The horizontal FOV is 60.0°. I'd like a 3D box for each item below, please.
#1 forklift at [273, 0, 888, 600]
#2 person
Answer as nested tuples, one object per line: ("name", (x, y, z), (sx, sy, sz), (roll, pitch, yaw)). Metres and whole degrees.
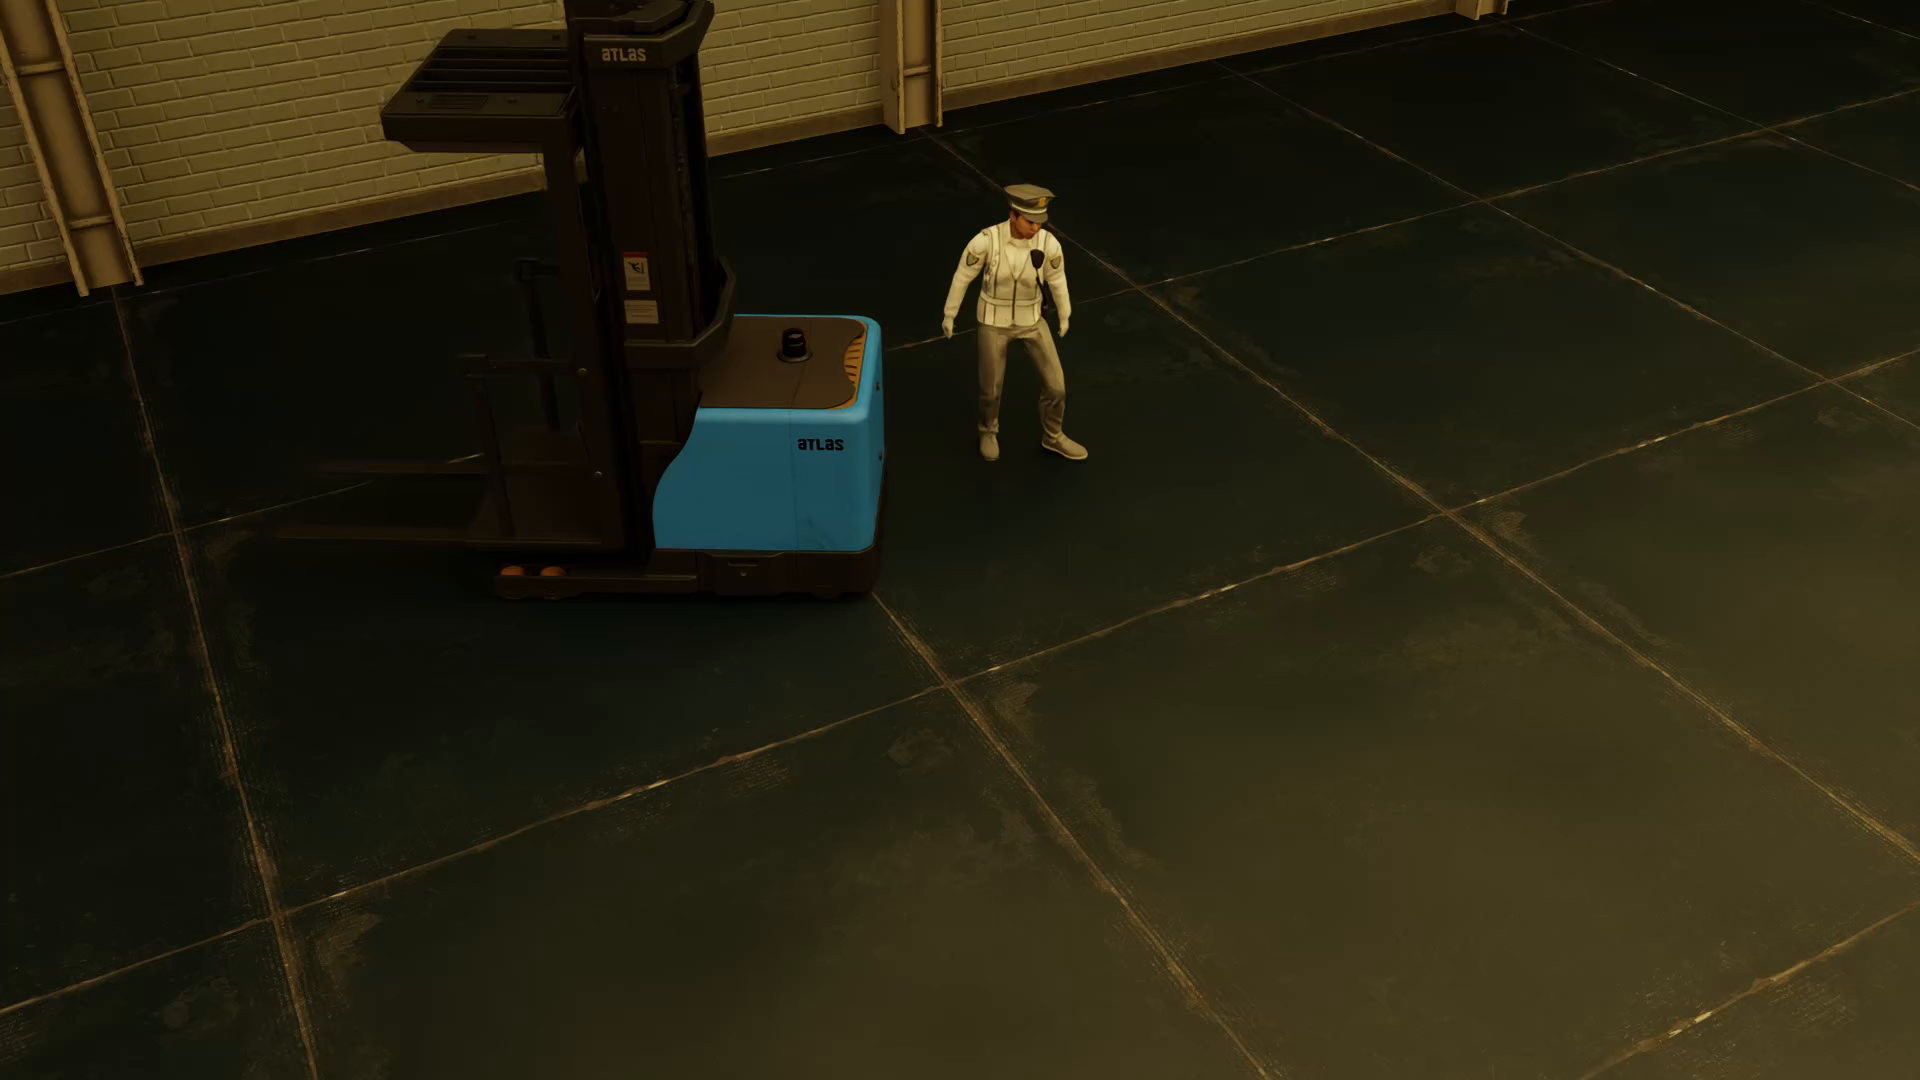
("forklift", (-1.912, -1.204, 7.826), (3.031, 2.935, 1.130), (1, 35, 1))
("person", (0.307, -1.151, 8.900), (0.803, 1.639, 0.408), (-3, 35, -4))
